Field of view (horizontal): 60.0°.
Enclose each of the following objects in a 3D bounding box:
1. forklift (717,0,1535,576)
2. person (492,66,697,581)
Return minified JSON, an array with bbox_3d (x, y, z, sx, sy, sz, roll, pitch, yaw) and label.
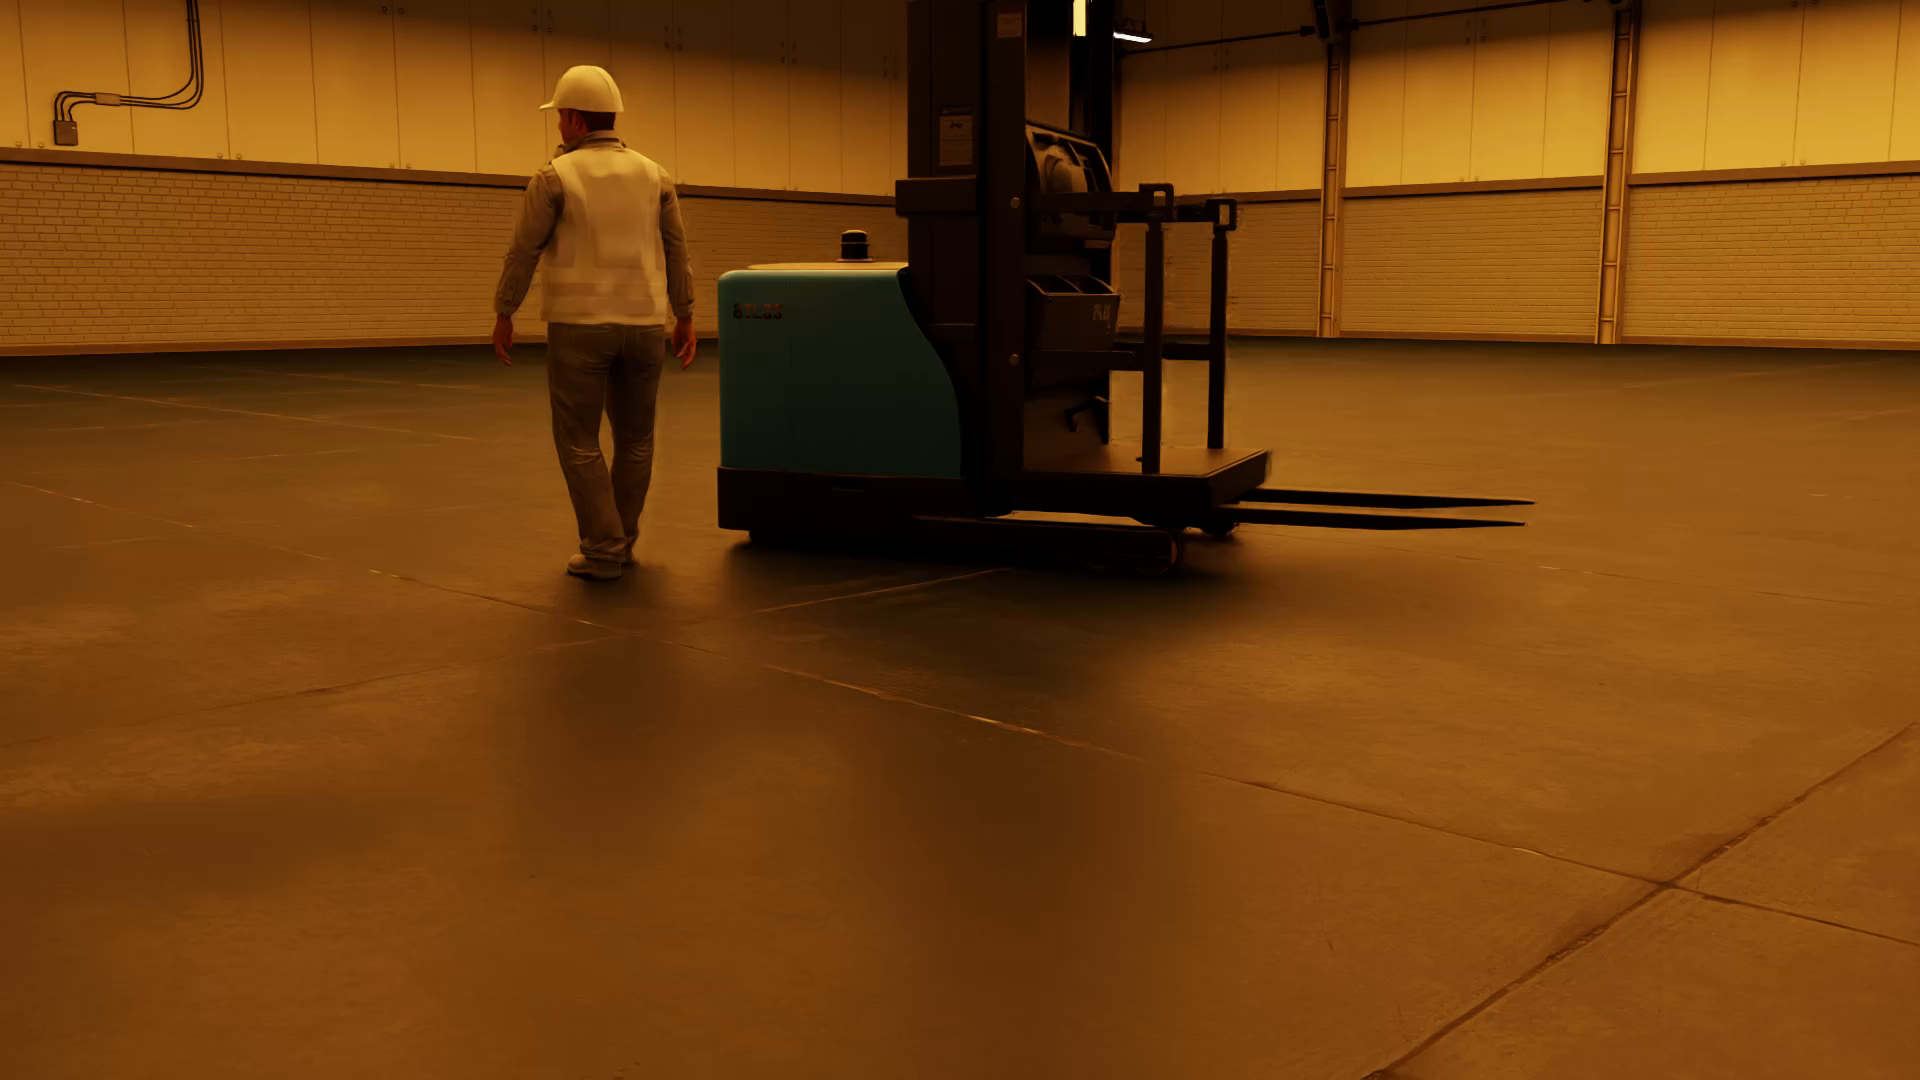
[{"bbox_3d":[0.611,-1.413,6.257,3.031,2.935,1.130,3,9,22],"label":"forklift"},{"bbox_3d":[-1.327,-0.769,5.931,0.694,1.760,0.646,-6,11,-36],"label":"person"}]
